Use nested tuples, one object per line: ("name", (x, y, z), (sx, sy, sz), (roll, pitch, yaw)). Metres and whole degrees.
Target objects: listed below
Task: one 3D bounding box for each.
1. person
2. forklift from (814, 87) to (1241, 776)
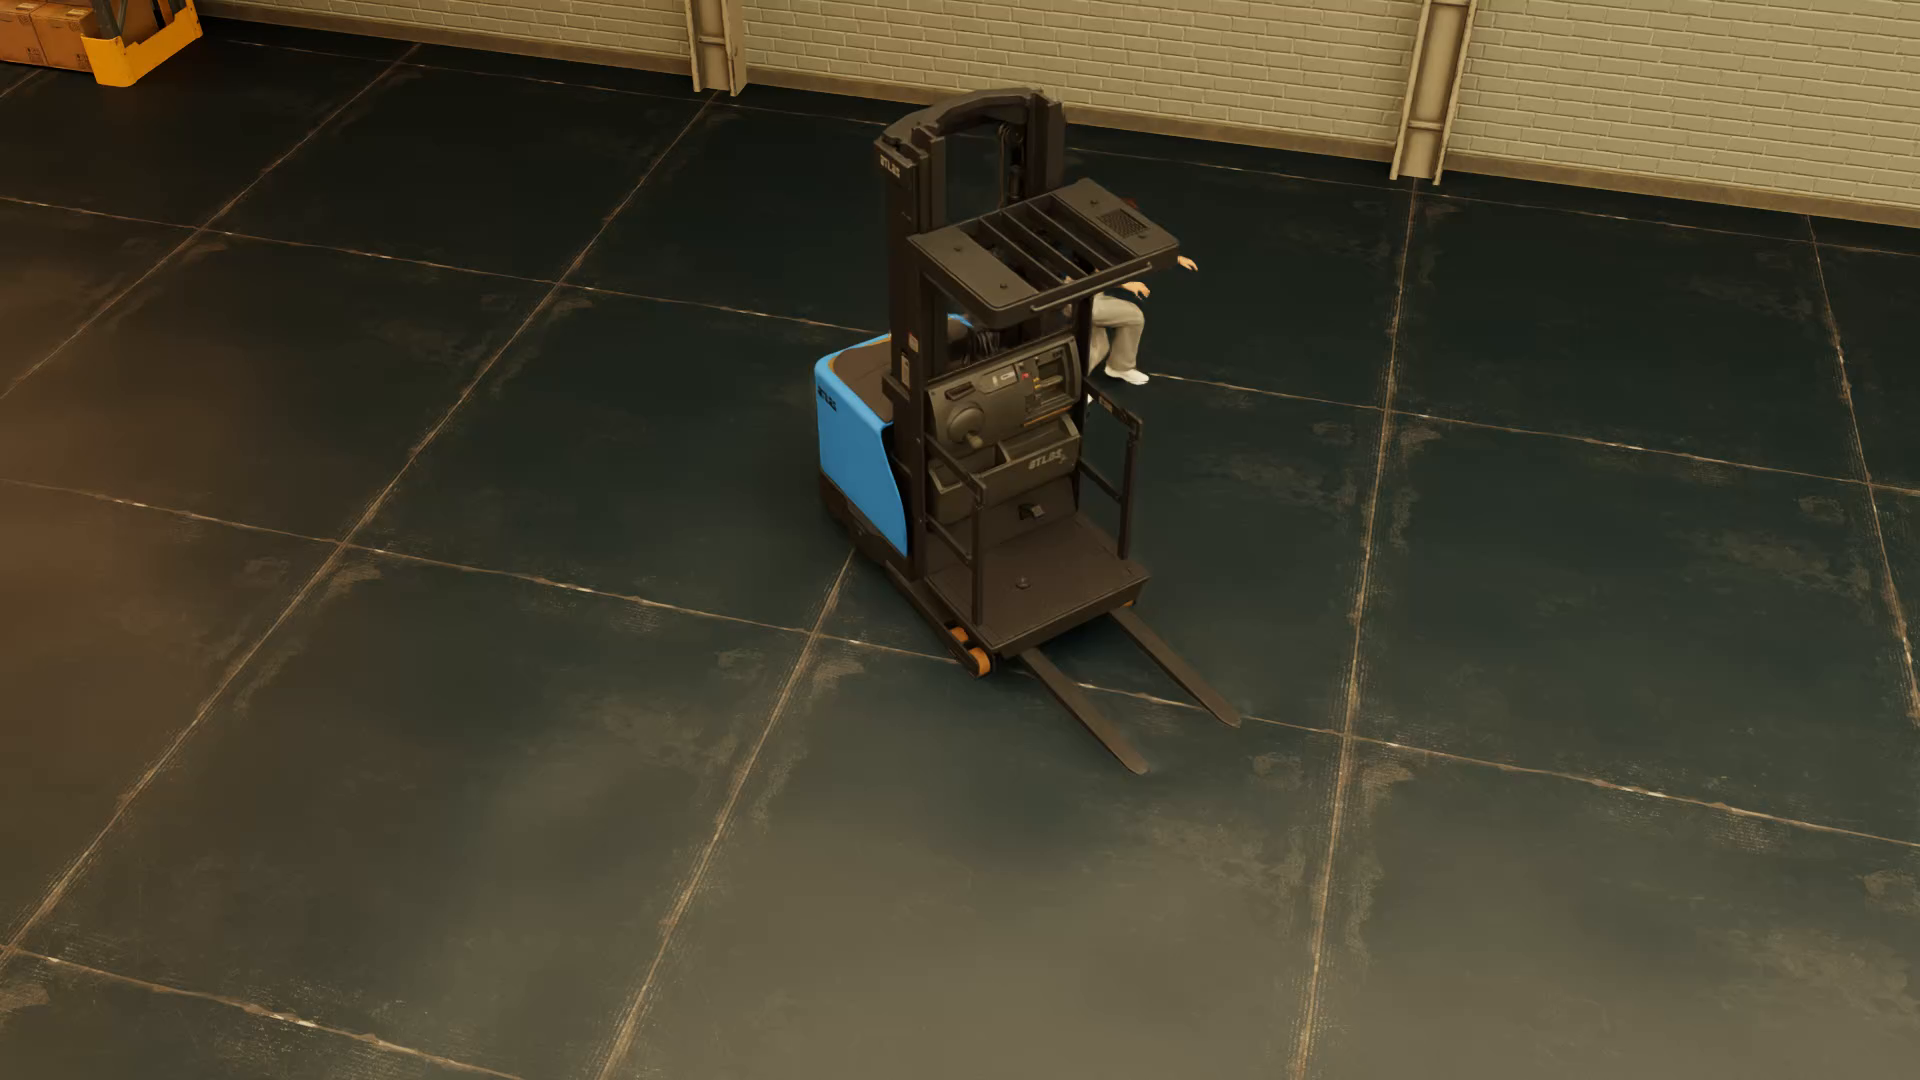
("person", (1.072, -1.501, 10.733), (1.072, 1.436, 0.767), (-10, 42, -11))
("forklift", (0.362, -0.702, 8.663), (1.130, 2.935, 3.031), (-23, 46, -24))
